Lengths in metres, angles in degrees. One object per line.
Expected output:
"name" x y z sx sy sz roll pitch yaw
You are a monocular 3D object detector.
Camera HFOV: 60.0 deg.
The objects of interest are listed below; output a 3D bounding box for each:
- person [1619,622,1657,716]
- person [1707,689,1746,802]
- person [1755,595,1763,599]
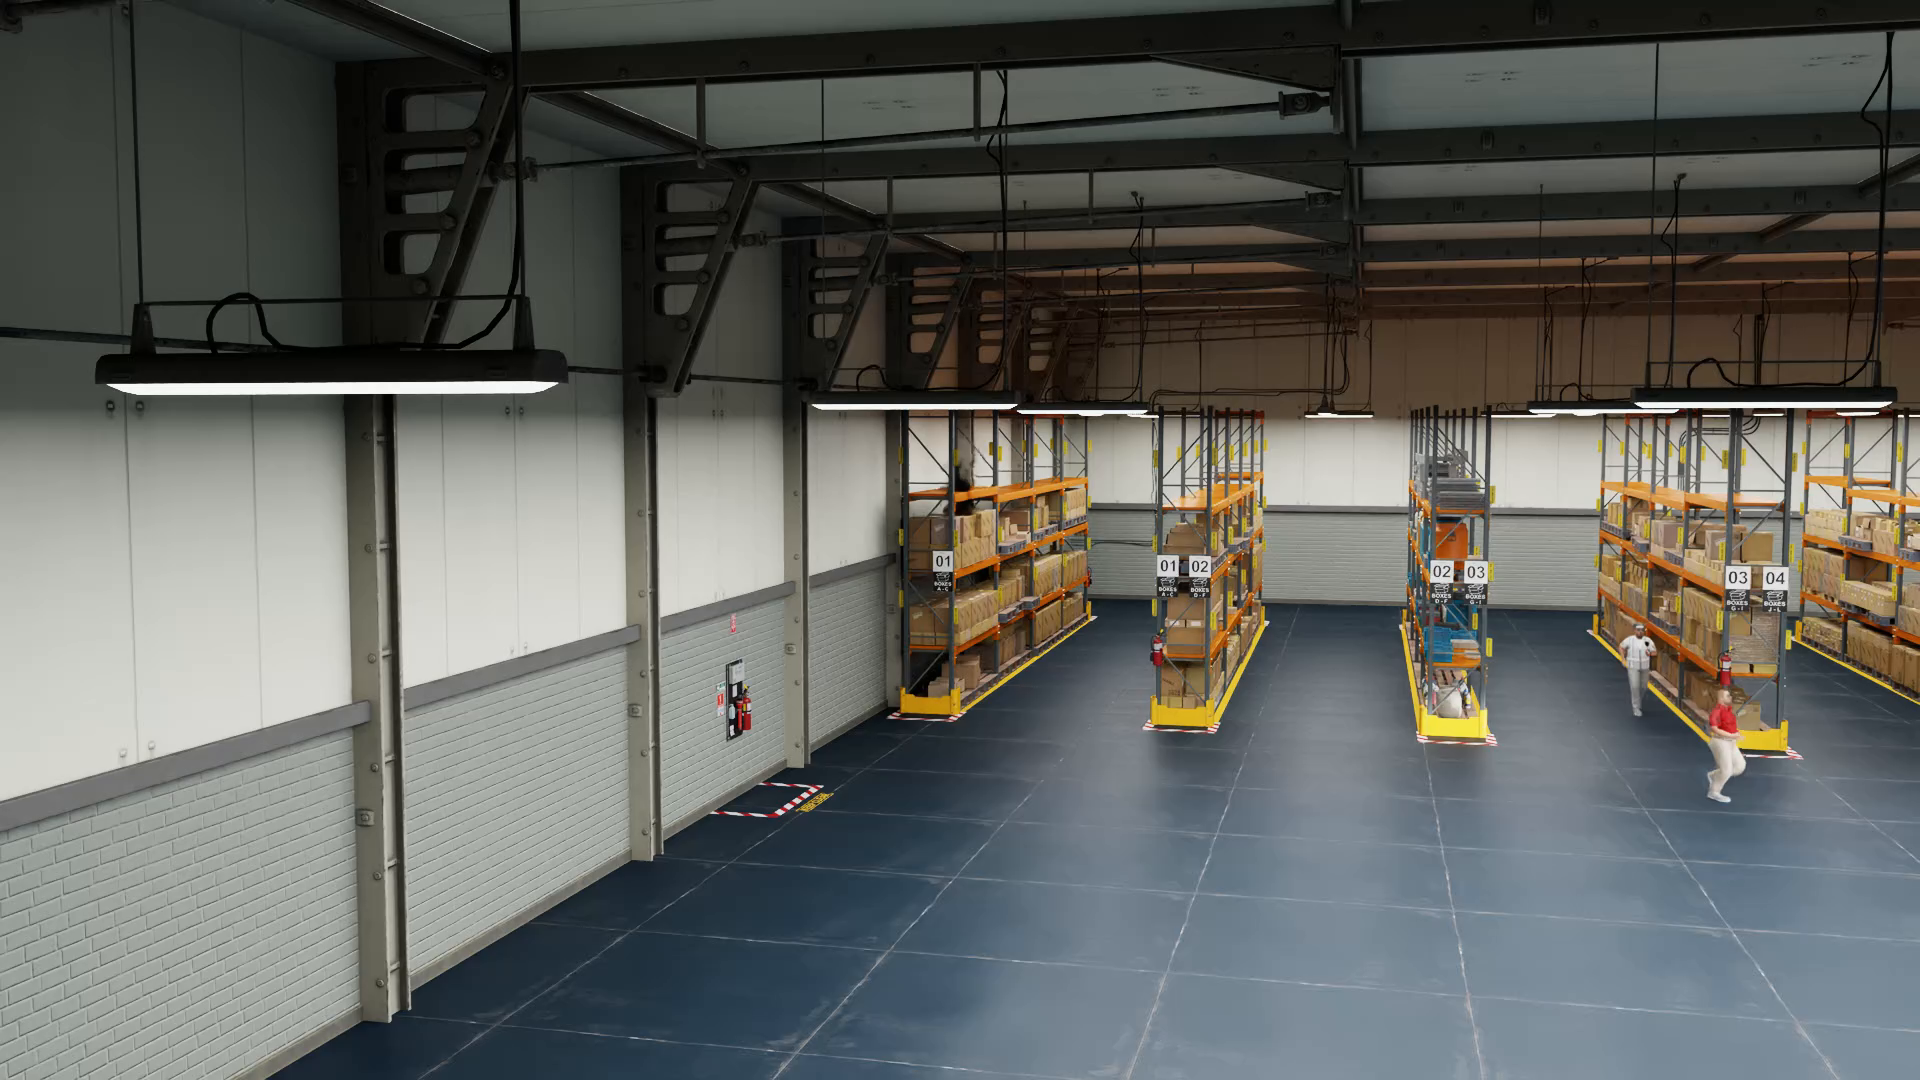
"person" 13.259 2.483 32.489 0.662 1.768 0.968 1 4 9
"person" 11.529 3.089 25.022 0.591 1.686 0.658 4 6 43
"person" 20.212 1.872 41.683 0.661 1.719 0.829 2 4 21
